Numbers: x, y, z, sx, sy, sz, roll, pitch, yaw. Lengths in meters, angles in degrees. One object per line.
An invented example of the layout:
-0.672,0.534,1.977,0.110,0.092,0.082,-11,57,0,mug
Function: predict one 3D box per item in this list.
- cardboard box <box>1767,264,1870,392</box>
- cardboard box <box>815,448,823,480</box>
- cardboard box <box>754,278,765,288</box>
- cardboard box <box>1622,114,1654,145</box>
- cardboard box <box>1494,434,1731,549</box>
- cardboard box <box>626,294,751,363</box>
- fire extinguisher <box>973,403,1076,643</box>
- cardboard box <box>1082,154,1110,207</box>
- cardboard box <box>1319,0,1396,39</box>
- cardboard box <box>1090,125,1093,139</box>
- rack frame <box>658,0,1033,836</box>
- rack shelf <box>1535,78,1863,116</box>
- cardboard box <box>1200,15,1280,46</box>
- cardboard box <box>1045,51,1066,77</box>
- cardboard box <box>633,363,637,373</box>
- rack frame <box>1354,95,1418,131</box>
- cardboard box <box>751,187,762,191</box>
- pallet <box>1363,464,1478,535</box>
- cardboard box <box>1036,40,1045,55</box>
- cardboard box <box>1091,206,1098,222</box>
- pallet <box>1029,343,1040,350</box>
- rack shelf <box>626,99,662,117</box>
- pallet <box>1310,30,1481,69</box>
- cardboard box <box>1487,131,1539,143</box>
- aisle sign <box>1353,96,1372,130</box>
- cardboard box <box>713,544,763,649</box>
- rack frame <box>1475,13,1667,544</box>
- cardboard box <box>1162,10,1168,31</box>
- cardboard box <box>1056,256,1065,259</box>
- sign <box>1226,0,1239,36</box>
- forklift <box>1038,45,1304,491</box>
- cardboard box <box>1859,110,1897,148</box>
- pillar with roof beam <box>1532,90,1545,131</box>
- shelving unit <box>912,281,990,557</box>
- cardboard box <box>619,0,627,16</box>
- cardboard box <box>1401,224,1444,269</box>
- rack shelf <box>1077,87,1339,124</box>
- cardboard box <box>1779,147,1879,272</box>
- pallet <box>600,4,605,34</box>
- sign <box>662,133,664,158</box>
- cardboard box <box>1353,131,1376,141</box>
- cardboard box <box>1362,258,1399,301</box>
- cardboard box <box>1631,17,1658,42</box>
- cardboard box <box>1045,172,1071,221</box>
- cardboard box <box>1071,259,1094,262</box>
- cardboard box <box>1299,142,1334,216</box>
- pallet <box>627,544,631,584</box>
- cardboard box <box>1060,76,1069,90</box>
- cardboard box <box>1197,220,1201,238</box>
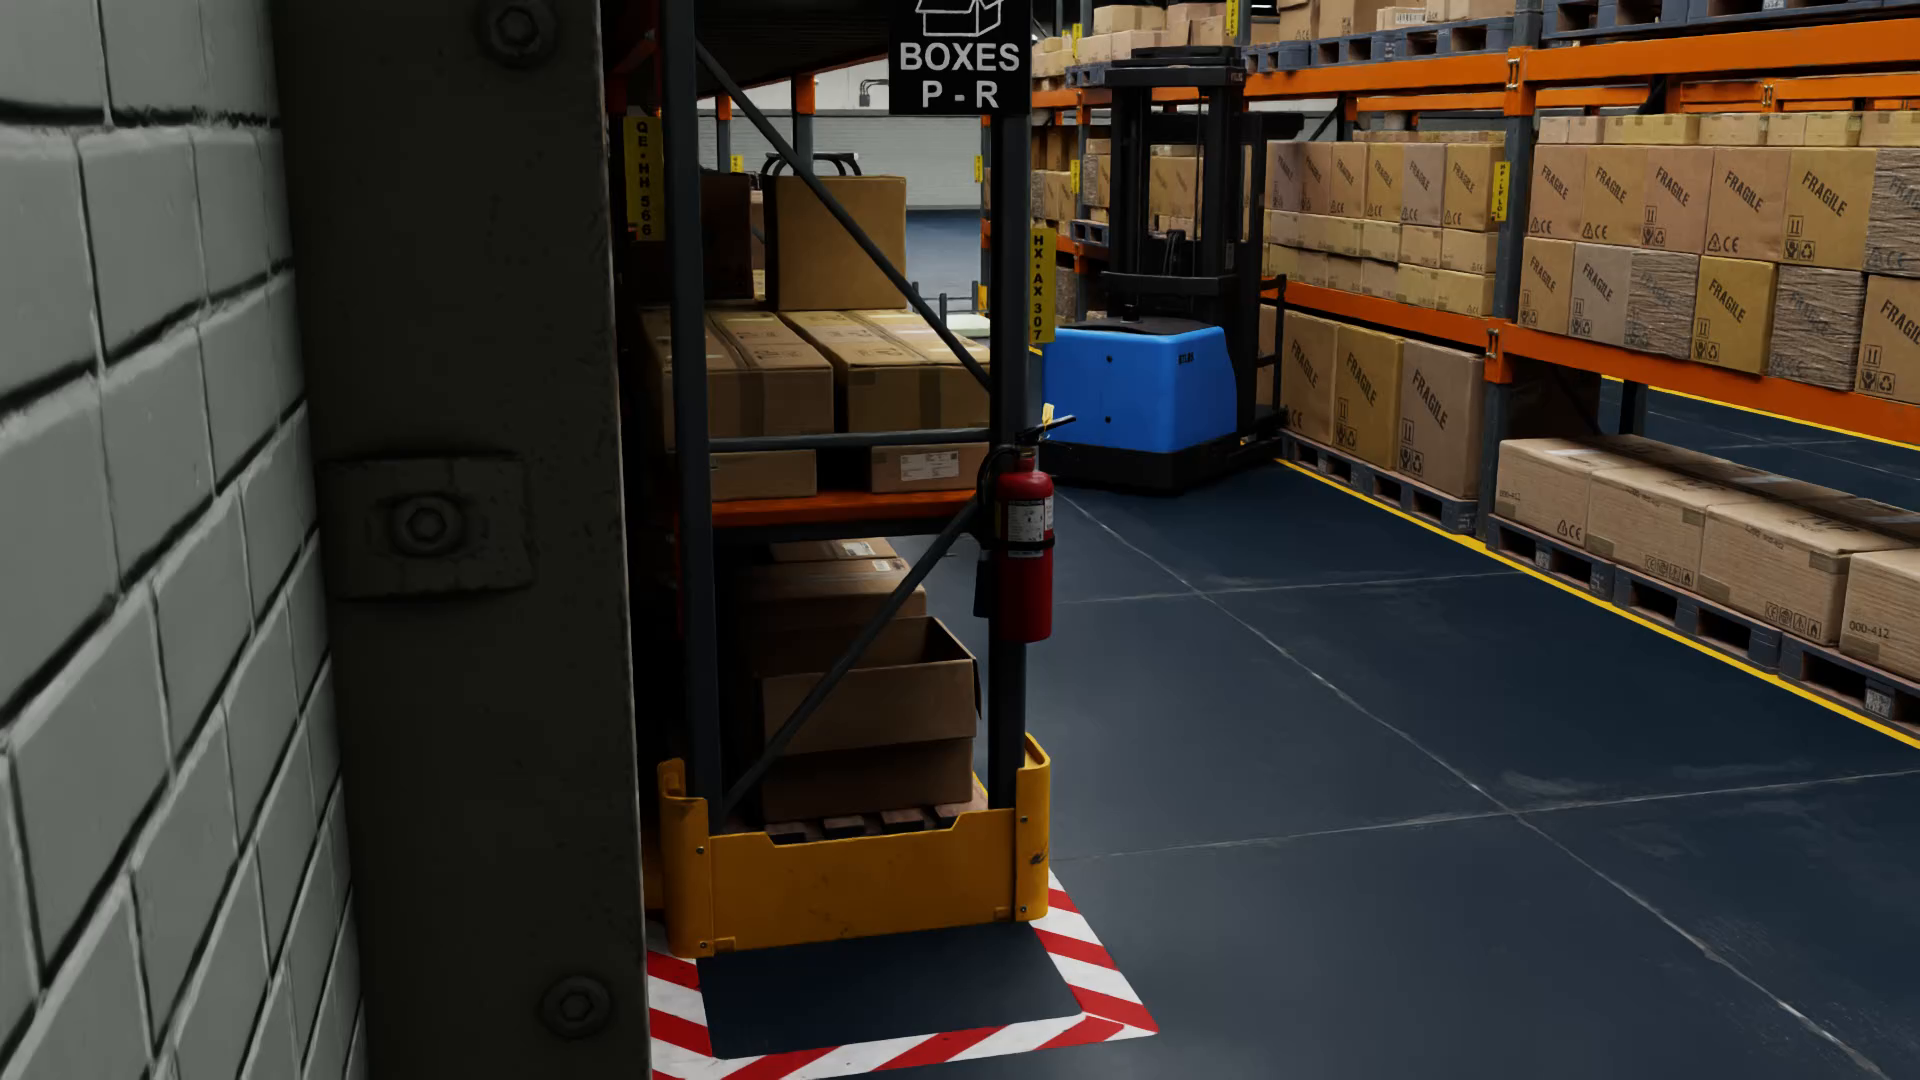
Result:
3.918,-0.935,7.224,0.500,0.500,0.500,-3,14,-12,cardboard box
-0.641,-0.279,5.279,0.380,0.149,0.250,-3,14,-12,cardboard box
-0.753,-1.054,7.608,0.500,0.250,0.500,-3,14,-13,cardboard box
3.580,-2.065,8.373,0.380,0.149,0.250,-3,14,-14,cardboard box
3.626,-0.287,9.293,0.875,0.438,0.875,-3,14,-14,cardboard box
-1.144,-0.908,7.014,0.500,0.250,0.500,-3,14,-12,cardboard box
0.182,-0.051,4.764,0.296,0.674,0.183,-3,14,-13,fire extinguisher
1.535,-3.597,16.605,0.500,0.500,0.500,-3,14,-12,cardboard box
3.060,-3.893,12.124,0.700,0.500,0.500,-4,14,-16,cardboard box
1.712,-4.235,17.997,0.700,0.500,0.500,-3,14,-13,cardboard box
-0.302,-0.278,4.744,1.000,3.000,0.127,-3,14,-13,rack frame
6.961,-4.269,16.276,1.077,0.370,4.000,-3,14,-13,rack shelf
2.430,-4.126,13.963,0.700,0.500,0.500,-3,14,-13,cardboard box
1.219,-5.056,17.669,0.500,0.250,0.500,-4,14,-14,cardboard box
-1.315,-0.868,7.687,0.380,0.149,0.250,-3,14,-13,cardboard box
5.552,-4.546,22.212,1.000,3.000,0.127,-3,14,-13,rack frame
-1.618,-2.011,10.736,0.797,0.503,0.637,-4,14,-14,cardboard box
3.328,-0.297,10.699,1.003,0.211,1.213,-3,14,-13,pallet
1.047,-5.403,18.249,0.380,0.149,0.250,-3,14,-13,cardboard box
1.526,-3.260,16.597,0.380,0.149,0.250,-3,14,-12,cardboard box
1.221,-2.404,19.322,1.003,0.211,1.213,-3,14,-13,pallet
-3.590,-4.615,17.693,1.077,0.370,4.000,-3,14,-13,rack shelf
3.111,-3.363,11.449,1.003,0.211,1.213,-3,14,-11,pallet
6.438,-4.307,18.646,0.875,0.550,0.550,-3,14,-13,cardboard box
5.244,-5.808,21.902,0.394,0.787,0.004,-3,14,-13,aisle sign
-0.760,0.147,7.386,0.700,0.500,0.500,-4,14,-15,cardboard box
3.582,-1.478,9.657,1.000,3.000,0.127,-3,14,-13,rack frame
1.964,-5.028,16.245,0.500,0.250,0.500,-3,14,-12,cardboard box
0.928,-3.035,19.360,0.500,0.500,0.500,-3,14,-12,cardboard box
2.115,-4.079,12.894,0.100,0.325,0.005,-3,14,-13,sign
1.788,-2.051,12.146,1.130,2.935,3.031,9,16,33,forklift
4.006,-1.713,6.934,0.380,0.149,0.250,-3,14,-14,cardboard box
14.616,-15.109,52.809,9.100,9.000,0.548,-3,14,-13,pillar with roof beam
-0.002,-0.730,9.755,0.431,1.500,0.755,-3,14,-13,shelving unit
-1.158,-2.147,6.604,0.380,0.149,0.250,-3,14,-12,cardboard box
3.118,-1.851,10.446,0.500,0.250,0.500,-3,14,-12,cardboard box
2.173,-3.970,15.051,1.077,0.370,4.000,-3,14,-13,rack shelf
3.913,-1.421,7.104,0.500,0.500,0.500,-3,14,-13,cardboard box
-1.326,-2.721,8.819,1.213,0.211,1.003,-3,14,-13,pallet
-3.529,-4.673,19.797,0.100,0.325,0.005,-3,14,-13,sign
5.602,-5.055,21.707,0.875,0.550,0.550,-3,14,-13,cardboard box
3.014,-1.730,11.002,0.500,0.250,0.500,-4,14,-15,cardboard box
6.750,-4.844,15.806,0.500,0.500,0.500,-3,14,-13,cardboard box
1.230,-3.724,18.011,0.500,0.500,0.500,-3,14,-11,cardboard box
1.570,-2.950,19.010,0.500,0.500,0.500,-3,14,-10,cardboard box
2.754,-2.574,11.823,0.500,0.500,0.500,-3,14,-12,cardboard box
-1.469,-0.031,9.611,1.003,0.211,1.213,-3,14,-13,pallet
1.276,-4.835,17.607,0.380,0.149,0.250,-3,14,-13,cardboard box
2.204,-2.603,13.906,0.380,0.149,0.250,-3,14,-12,cardboard box
